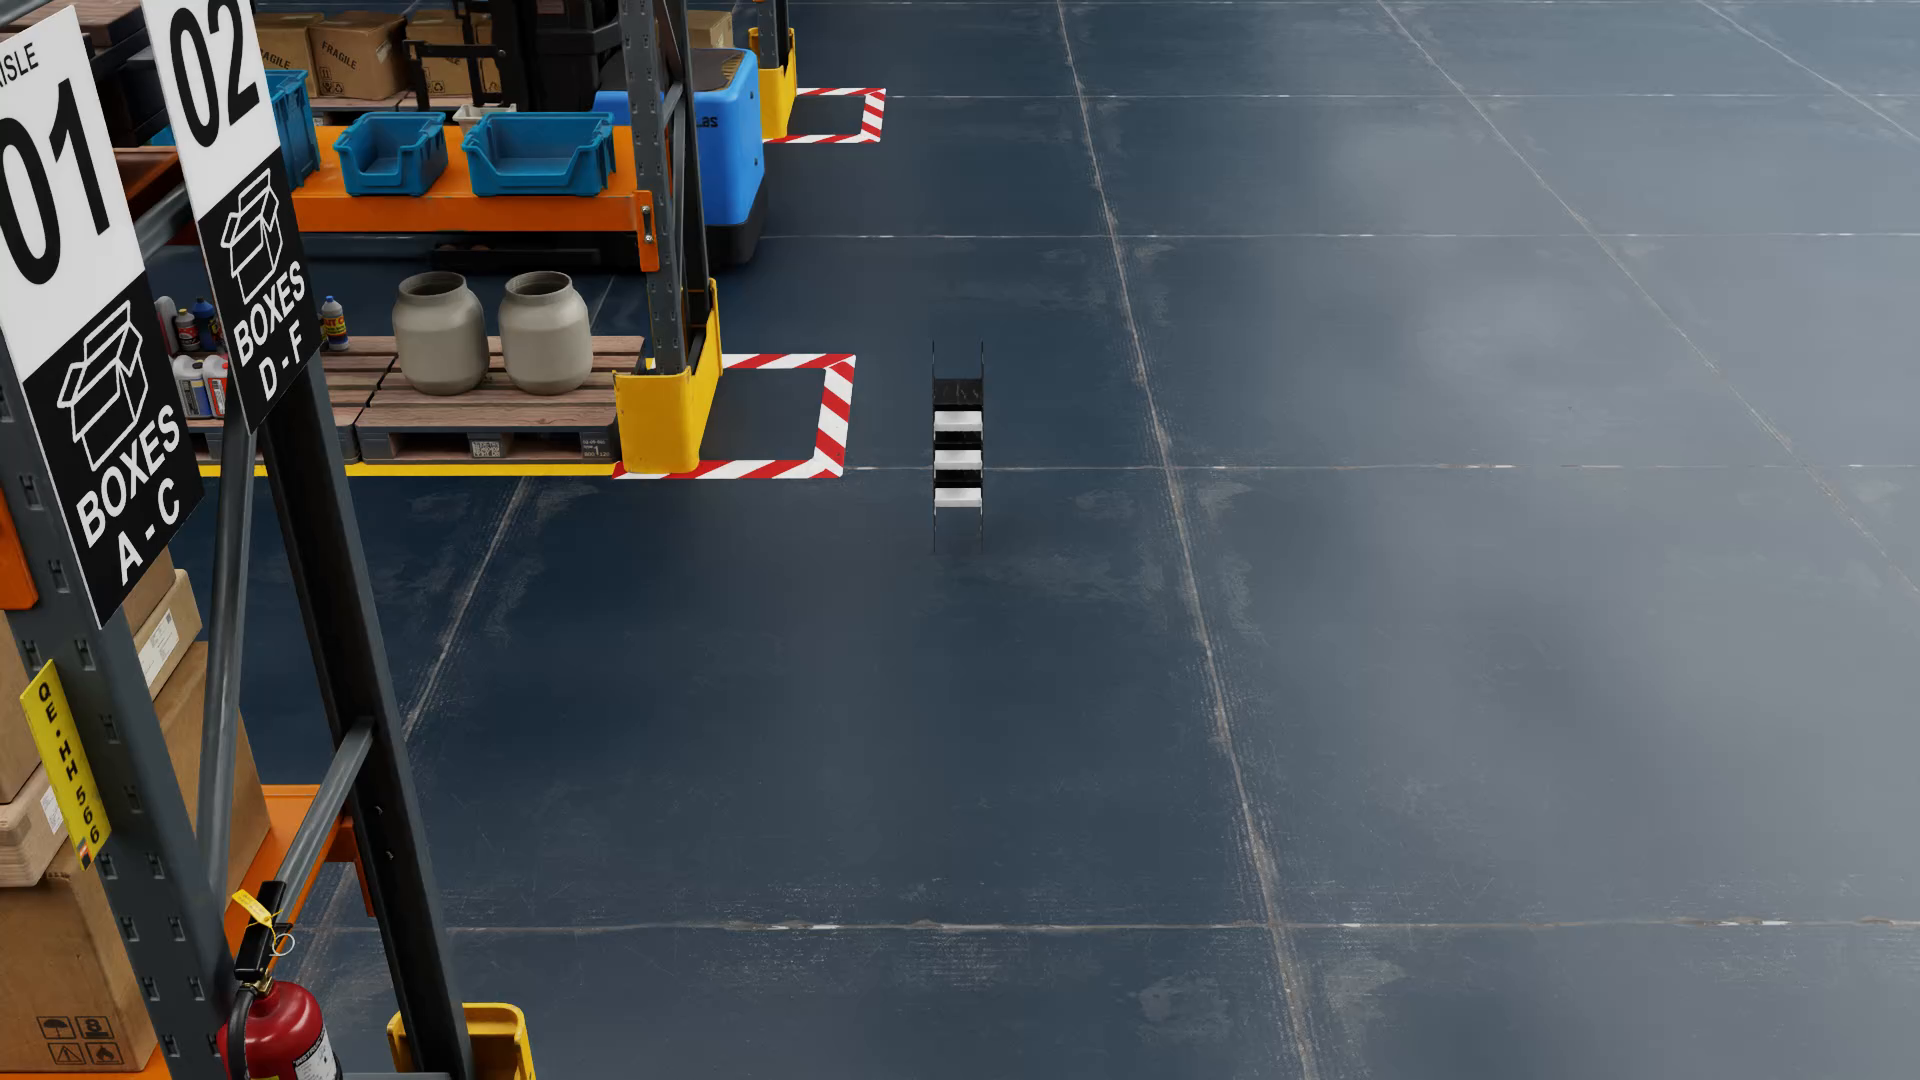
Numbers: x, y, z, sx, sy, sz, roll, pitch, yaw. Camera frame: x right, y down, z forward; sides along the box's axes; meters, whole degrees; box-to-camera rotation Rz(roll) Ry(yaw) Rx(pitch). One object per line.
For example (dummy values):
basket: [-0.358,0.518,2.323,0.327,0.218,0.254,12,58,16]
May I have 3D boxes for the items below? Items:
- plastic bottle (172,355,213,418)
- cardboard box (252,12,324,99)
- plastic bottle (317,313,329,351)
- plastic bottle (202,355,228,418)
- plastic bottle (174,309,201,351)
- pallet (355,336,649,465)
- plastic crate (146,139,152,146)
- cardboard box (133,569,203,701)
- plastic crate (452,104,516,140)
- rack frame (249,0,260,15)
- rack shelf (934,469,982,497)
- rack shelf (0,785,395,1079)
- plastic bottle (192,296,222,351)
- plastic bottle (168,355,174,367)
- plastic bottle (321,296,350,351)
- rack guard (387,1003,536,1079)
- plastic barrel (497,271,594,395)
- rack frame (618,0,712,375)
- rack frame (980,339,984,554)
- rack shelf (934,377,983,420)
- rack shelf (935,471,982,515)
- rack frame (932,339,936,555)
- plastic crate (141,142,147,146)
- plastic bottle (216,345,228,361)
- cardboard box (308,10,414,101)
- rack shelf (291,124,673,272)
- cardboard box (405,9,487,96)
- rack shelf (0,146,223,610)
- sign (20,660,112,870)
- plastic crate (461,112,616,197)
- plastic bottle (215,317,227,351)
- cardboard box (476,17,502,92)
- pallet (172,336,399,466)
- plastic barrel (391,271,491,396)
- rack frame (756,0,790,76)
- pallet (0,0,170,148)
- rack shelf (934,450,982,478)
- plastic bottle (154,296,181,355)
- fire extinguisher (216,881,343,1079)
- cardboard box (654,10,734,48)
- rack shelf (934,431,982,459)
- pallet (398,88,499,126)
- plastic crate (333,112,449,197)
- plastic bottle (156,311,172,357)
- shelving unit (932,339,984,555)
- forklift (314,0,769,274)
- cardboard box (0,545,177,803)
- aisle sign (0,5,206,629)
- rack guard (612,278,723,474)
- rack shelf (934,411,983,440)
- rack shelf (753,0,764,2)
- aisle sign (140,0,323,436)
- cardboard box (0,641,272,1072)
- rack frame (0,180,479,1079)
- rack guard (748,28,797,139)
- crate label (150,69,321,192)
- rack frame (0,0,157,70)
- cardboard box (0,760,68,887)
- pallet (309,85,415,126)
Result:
plastic bottle: [-3.560,-0.723,7.752,0.135,0.276,0.152,-1,31,-2]
cardboard box: [-4.964,-3.568,12.244,0.500,0.500,0.500,-1,31,-2]
plastic bottle: [-3.253,-1.067,8.391,0.097,0.201,0.097,0,31,0]
plastic bottle: [-3.421,-0.724,7.753,0.135,0.276,0.152,0,31,0]
plastic bottle: [-3.897,-1.065,8.387,0.097,0.201,0.097,0,31,0]
pallet: [-2.223,-0.703,8.206,1.213,0.211,1.003,0,31,0]
plastic crate: [-3.712,-1.931,7.795,0.437,0.136,0.530,0,31,0]
cardboard box: [-1.702,0.219,3.276,0.250,0.149,0.380,0,31,-1]
plastic crate: [-2.232,-1.971,7.861,0.250,0.136,0.298,0,31,0]
rack frame: [-5.365,-4.476,11.736,0.127,3.000,1.000,0,31,0]
rack shelf: [-0.008,-0.279,7.081,0.200,0.077,0.258,0,31,0]
rack shelf: [-3.309,0.963,3.464,4.000,0.370,1.077,0,31,0]
plastic bottle: [-3.795,-1.095,8.370,0.097,0.271,0.097,0,31,0]
plastic bottle: [-3.725,-0.753,7.728,0.185,0.351,0.144,1,31,2]
plastic bottle: [-3.150,-1.097,8.373,0.097,0.271,0.097,0,31,0]
rack guard: [-1.285,1.718,3.936,0.348,0.500,1.175,0,31,0]
plastic barrel: [-1.992,-0.994,7.990,0.421,0.512,0.421,0,31,0]
rack frame: [-1.335,-1.920,7.522,0.127,3.000,1.000,0,31,0]
rack frame: [0.094,-0.385,7.017,0.006,0.900,0.240,0,31,0]
rack shelf: [-0.008,-0.587,6.894,0.200,0.077,0.258,0,31,0]
rack shelf: [-0.008,-0.202,7.127,0.200,0.077,0.258,0,31,0]
rack frame: [-0.110,-0.384,7.016,0.006,0.900,0.240,0,31,0]
plastic crate: [-3.976,-1.675,7.322,0.662,0.188,0.450,0,31,0]
plastic bottle: [-3.422,-0.782,7.842,0.133,0.283,0.061,0,31,0]
cardboard box: [-4.392,-3.574,12.253,0.500,0.500,0.500,10,33,15]
rack shelf: [-3.335,-1.606,7.699,4.000,0.370,1.077,0,31,0]
cardboard box: [-3.771,-3.616,12.323,0.500,0.500,0.500,-3,31,-5]
rack shelf: [-3.309,-0.319,2.686,4.000,0.370,1.077,0,31,0]
sign: [-1.319,0.335,2.462,0.005,0.325,0.100,0,31,0]
plastic crate: [-1.833,-1.699,7.303,0.616,0.251,0.499,0,31,0]
plastic bottle: [-3.692,-1.066,8.388,0.097,0.201,0.097,0,31,0]
cardboard box: [-3.213,-3.595,12.288,0.500,0.500,0.500,3,31,4]
pallet: [-3.440,-0.701,8.202,1.213,0.211,1.003,0,31,0]
plastic barrel: [-2.494,-0.992,7.988,0.421,0.512,0.421,0,31,0]
rack frame: [-1.365,-4.489,11.757,0.127,3.000,1.000,0,31,0]
pallet: [-2.016,-0.606,2.551,1.213,0.211,1.003,0,31,0]
rack shelf: [-0.008,-0.356,7.034,0.200,0.077,0.258,0,31,0]
plastic bottle: [-4.015,-1.082,8.344,0.135,0.276,0.152,0,31,1]
fire extinguisher: [-1.188,0.923,2.911,0.183,0.674,0.296,0,31,0]
cardboard box: [-1.989,-3.607,12.307,0.500,0.500,0.500,5,32,9]
rack shelf: [-0.008,-0.433,6.987,0.200,0.077,0.258,0,31,0]
pallet: [-3.470,-3.310,12.502,1.213,0.211,1.003,0,31,0]
plastic crate: [-2.483,-1.700,7.304,0.408,0.251,0.499,0,31,0]
plastic bottle: [-4.014,-1.030,8.251,0.133,0.283,0.061,0,31,0]
shelving unit: [-0.008,-0.385,7.017,0.210,0.900,0.258,0,31,0]
forklift: [-2.742,-3.101,9.535,3.031,2.935,1.130,1,31,1]
cardboard box: [-1.828,0.047,2.933,0.500,0.500,0.700,0,31,0]
aisle sign: [-1.241,-0.310,2.363,0.004,0.787,0.394,0,31,0]
rack guard: [-1.410,-0.826,8.130,0.348,0.500,1.175,0,31,0]
rack shelf: [-0.008,-0.510,6.940,0.200,0.077,0.258,0,31,0]
rack shelf: [-3.365,-4.175,11.933,4.000,0.370,1.077,0,31,0]
aisle sign: [-1.245,-0.621,2.876,0.004,0.787,0.394,0,31,0]
cardboard box: [-1.776,0.602,3.270,0.500,0.500,0.700,0,31,0]
rack frame: [-1.309,0.650,3.288,0.127,3.000,1.000,0,31,0]
rack guard: [-1.441,-3.420,12.405,0.348,0.500,1.175,0,31,0]
crate label: [-3.174,-1.789,7.273,0.616,0.435,0.502,0,31,0]
rack frame: [-1.309,-1.915,1.731,0.127,3.000,1.000,0,31,0]
cardboard box: [-1.690,0.430,2.929,0.250,0.149,0.380,-1,31,-1]
pallet: [-4.693,-3.305,12.493,1.213,0.211,1.003,0,31,0]
